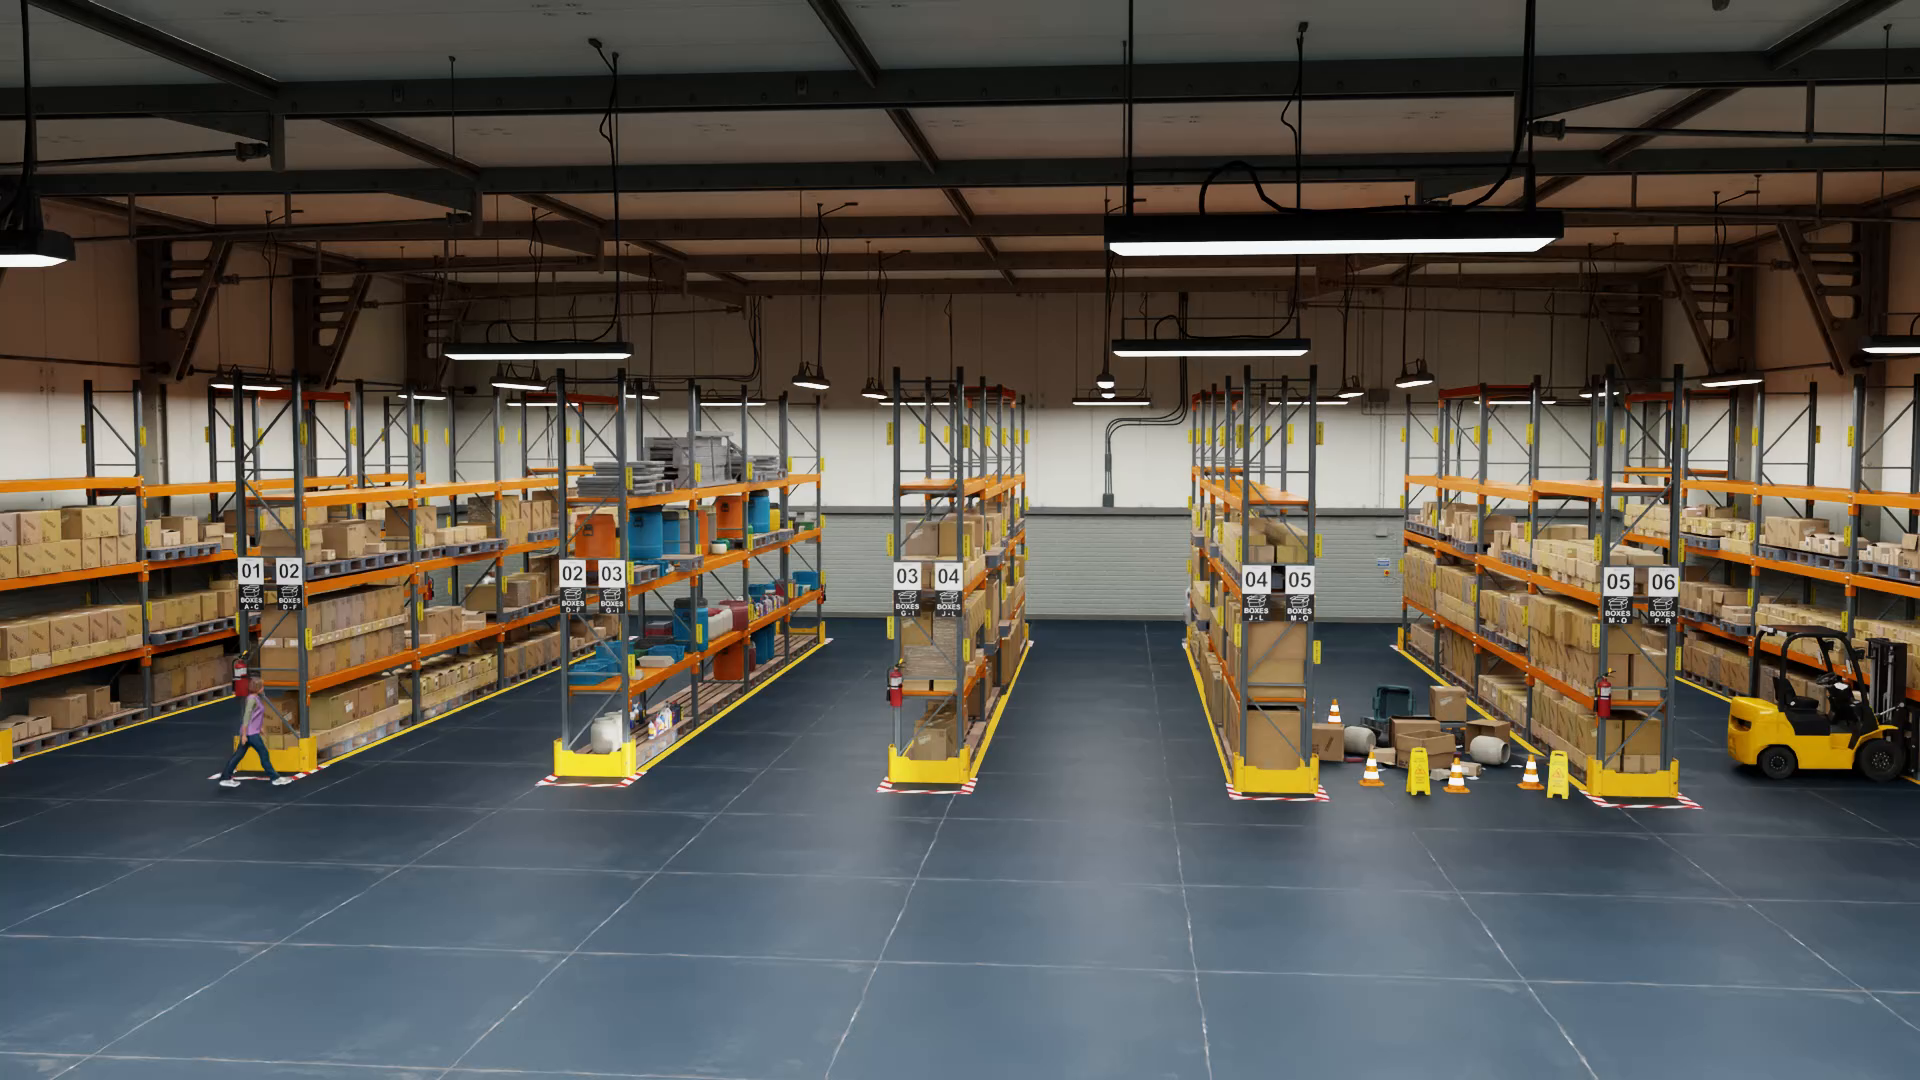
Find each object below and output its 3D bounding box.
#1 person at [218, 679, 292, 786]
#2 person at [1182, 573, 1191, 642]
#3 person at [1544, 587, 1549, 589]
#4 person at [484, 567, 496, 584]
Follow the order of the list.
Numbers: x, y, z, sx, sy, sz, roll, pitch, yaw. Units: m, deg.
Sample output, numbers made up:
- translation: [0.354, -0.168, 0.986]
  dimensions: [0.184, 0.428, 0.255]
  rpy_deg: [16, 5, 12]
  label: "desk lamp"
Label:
- translation: [-10.063, 2.736, 23.708]
  dimensions: [0.967, 1.525, 0.455]
  rpy_deg: [-1, 4, -22]
  label: "person"
- translation: [5.688, 1.636, 40.486]
  dimensions: [0.564, 1.664, 0.478]
  rpy_deg: [0, 4, -1]
  label: "person"
- translation: [13.200, 1.795, 37.227]
  dimensions: [0.594, 1.777, 0.426]
  rpy_deg: [-3, 4, -35]
  label: "person"
- translation: [-11.937, 1.520, 42.326]
  dimensions: [0.425, 1.685, 0.477]
  rpy_deg: [0, 4, 2]
  label: "person"
